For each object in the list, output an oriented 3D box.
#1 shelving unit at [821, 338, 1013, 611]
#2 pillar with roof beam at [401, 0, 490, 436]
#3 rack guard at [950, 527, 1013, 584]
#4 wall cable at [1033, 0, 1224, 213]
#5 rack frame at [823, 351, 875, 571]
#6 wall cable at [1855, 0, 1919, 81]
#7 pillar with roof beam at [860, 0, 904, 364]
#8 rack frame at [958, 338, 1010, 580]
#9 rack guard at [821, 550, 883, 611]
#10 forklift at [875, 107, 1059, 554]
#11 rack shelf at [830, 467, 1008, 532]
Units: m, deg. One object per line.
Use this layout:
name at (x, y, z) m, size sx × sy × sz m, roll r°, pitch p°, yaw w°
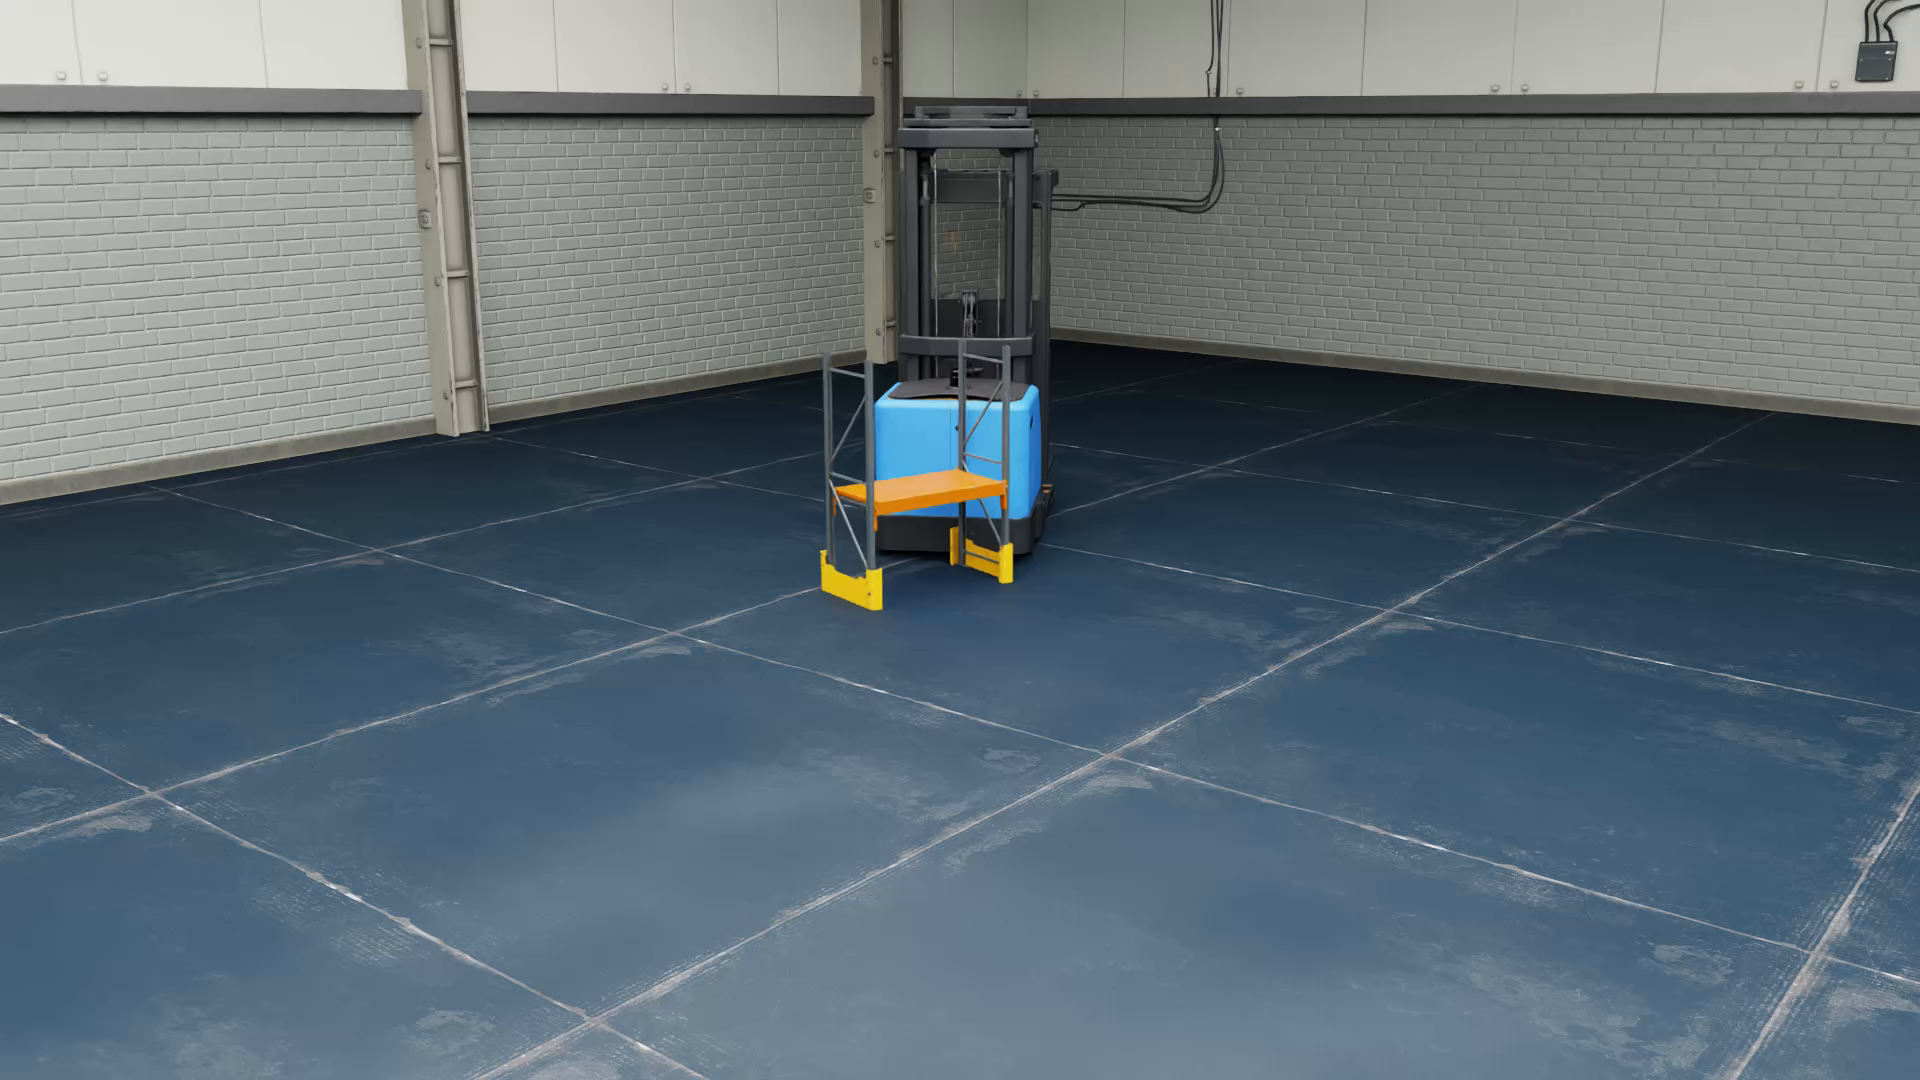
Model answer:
shelving unit at (-0.266, -0.437, 10.296) m, size 1.083 × 1.500 × 0.587 m, roll -10°, pitch 18°, yaw -35°
pillar with roof beam at (-1.328, -4.715, 11.905) m, size 9.100 × 9.000 × 0.400 m, roll 11°, pitch 18°, yaw 38°
rack guard at (0.134, 0.096, 10.738) m, size 0.087 × 0.250 × 0.587 m, roll -10°, pitch 18°, yaw -35°
wall cable at (1.974, -5.384, 20.849) m, size 3.097 × 2.526 × 0.112 m, roll 11°, pitch 18°, yaw 38°
rack frame at (-0.666, -0.363, 10.007) m, size 0.032 × 1.500 × 0.500 m, roll -10°, pitch 18°, yaw -35°
wall cable at (9.348, -7.066, 14.253) m, size 2.305 × 6.003 × 0.169 m, roll 11°, pitch 18°, yaw 38°
pillar with roof beam at (2.443, -5.864, 16.428) m, size 9.100 × 9.000 × 0.400 m, roll 11°, pitch 18°, yaw 38°
rack frame at (0.150, -0.513, 10.595) m, size 0.032 × 1.500 × 0.500 m, roll -10°, pitch 18°, yaw -35°
rack guard at (-0.665, 0.242, 10.161) m, size 0.087 × 0.250 × 0.587 m, roll -10°, pitch 18°, yaw -35°
forklift at (0.131, -1.639, 12.122) m, size 1.130 × 2.935 × 3.031 m, roll 2°, pitch 14°, yaw 7°
rack shelf at (-0.258, -0.264, 10.345) m, size 1.000 × 0.185 × 0.538 m, roll -10°, pitch 18°, yaw -35°
